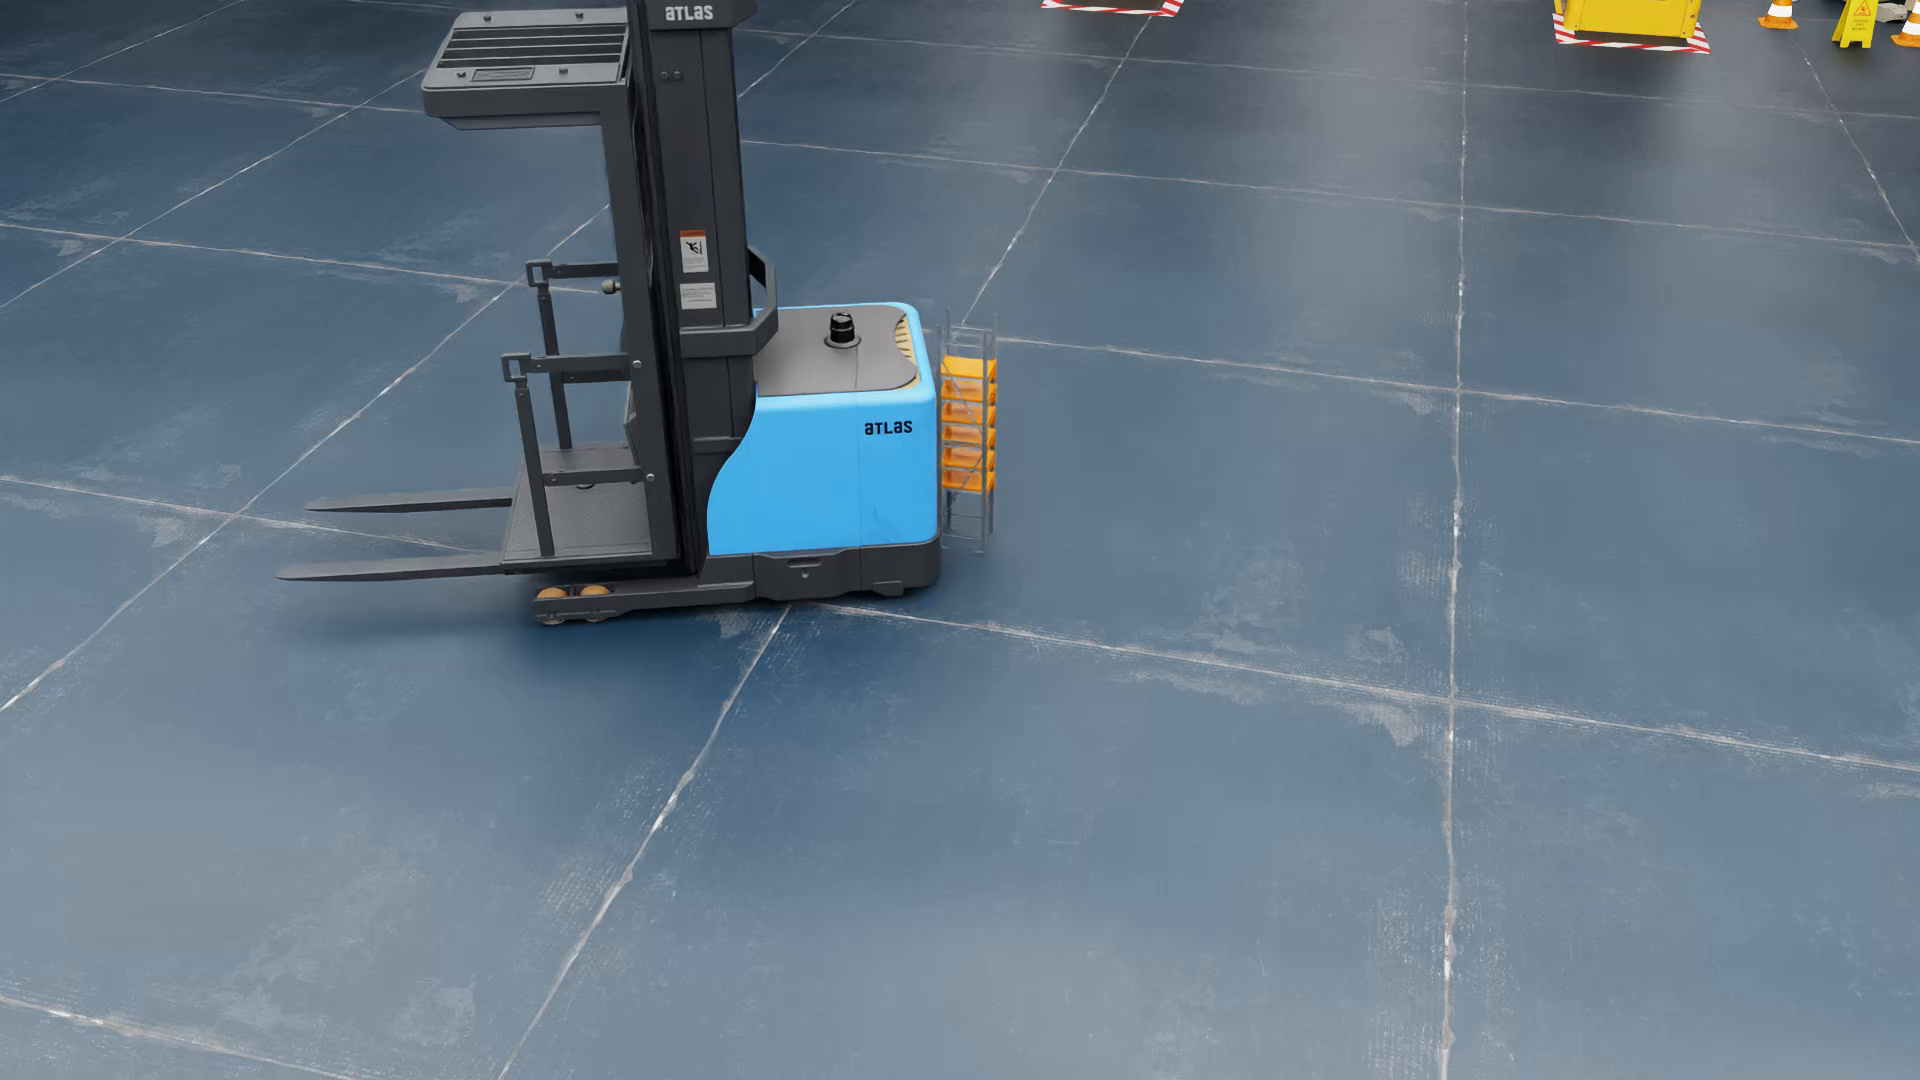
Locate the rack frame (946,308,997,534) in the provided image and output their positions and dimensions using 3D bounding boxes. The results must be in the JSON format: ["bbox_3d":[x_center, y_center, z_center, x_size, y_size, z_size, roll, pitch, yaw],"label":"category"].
[{"bbox_3d":[0.051,-0.551,7.998,0.240,1.200,0.006,7,33,11],"label":"rack frame"}]

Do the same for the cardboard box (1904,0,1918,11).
[{"bbox_3d":[9.606,-5.315,16.471,0.380,0.149,0.250,28,42,36],"label":"cardboard box"}]

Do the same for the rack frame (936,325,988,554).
[{"bbox_3d":[0.009,-0.455,7.847,0.240,1.200,0.006,7,33,11],"label":"rack frame"}]

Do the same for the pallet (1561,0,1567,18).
[{"bbox_3d":[6.541,-5.433,16.600,1.003,0.211,1.213,8,33,12],"label":"pallet"}]

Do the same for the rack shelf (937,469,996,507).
[{"bbox_3d":[0.030,-0.263,8.075,0.258,0.103,0.180,7,33,11],"label":"rack shelf"}]

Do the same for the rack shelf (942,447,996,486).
[{"bbox_3d":[0.030,-0.364,8.011,0.258,0.103,0.180,7,33,11],"label":"rack shelf"}]

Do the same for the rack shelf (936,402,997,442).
[{"bbox_3d":[0.030,-0.567,7.882,0.258,0.103,0.180,7,33,11],"label":"rack shelf"}]

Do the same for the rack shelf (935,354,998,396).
[{"bbox_3d":[0.030,-0.769,7.753,0.258,0.103,0.180,7,33,11],"label":"rack shelf"}]

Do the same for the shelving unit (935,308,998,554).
[{"bbox_3d":[0.030,-0.503,7.922,0.258,1.200,0.189,7,33,11],"label":"shelving unit"}]

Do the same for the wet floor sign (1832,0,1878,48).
[{"bbox_3d":[8.321,-4.906,15.366,0.267,0.644,0.232,3,33,4],"label":"wet floor sign"}]

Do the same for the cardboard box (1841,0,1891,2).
[{"bbox_3d":[9.224,-5.765,16.850,0.797,0.503,0.637,-14,35,-21],"label":"cardboard box"}]

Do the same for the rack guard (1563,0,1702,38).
[{"bbox_3d":[6.407,-5.117,15.833,1.175,0.500,0.348,8,33,12],"label":"rack guard"}]

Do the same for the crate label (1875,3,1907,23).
[{"bbox_3d":[9.068,-5.145,16.215,0.250,0.136,0.298,-8,33,-13],"label":"crate label"}]

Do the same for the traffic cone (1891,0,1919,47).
[{"bbox_3d":[8.928,-4.866,15.472,0.336,0.463,0.334,8,33,12],"label":"traffic cone"}]

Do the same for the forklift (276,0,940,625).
[{"bbox_3d":[-1.647,-1.149,7.325,3.031,2.935,1.130,-4,33,-6],"label":"forklift"}]

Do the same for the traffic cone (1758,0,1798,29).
[{"bbox_3d":[7.922,-5.196,15.992,0.336,0.463,0.334,8,33,12],"label":"traffic cone"}]

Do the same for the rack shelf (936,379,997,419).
[{"bbox_3d":[0.030,-0.668,7.818,0.258,0.103,0.180,7,33,11],"label":"rack shelf"}]

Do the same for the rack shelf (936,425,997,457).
[{"bbox_3d":[0.030,-0.465,7.946,0.258,0.103,0.180,7,33,11],"label":"rack shelf"}]
